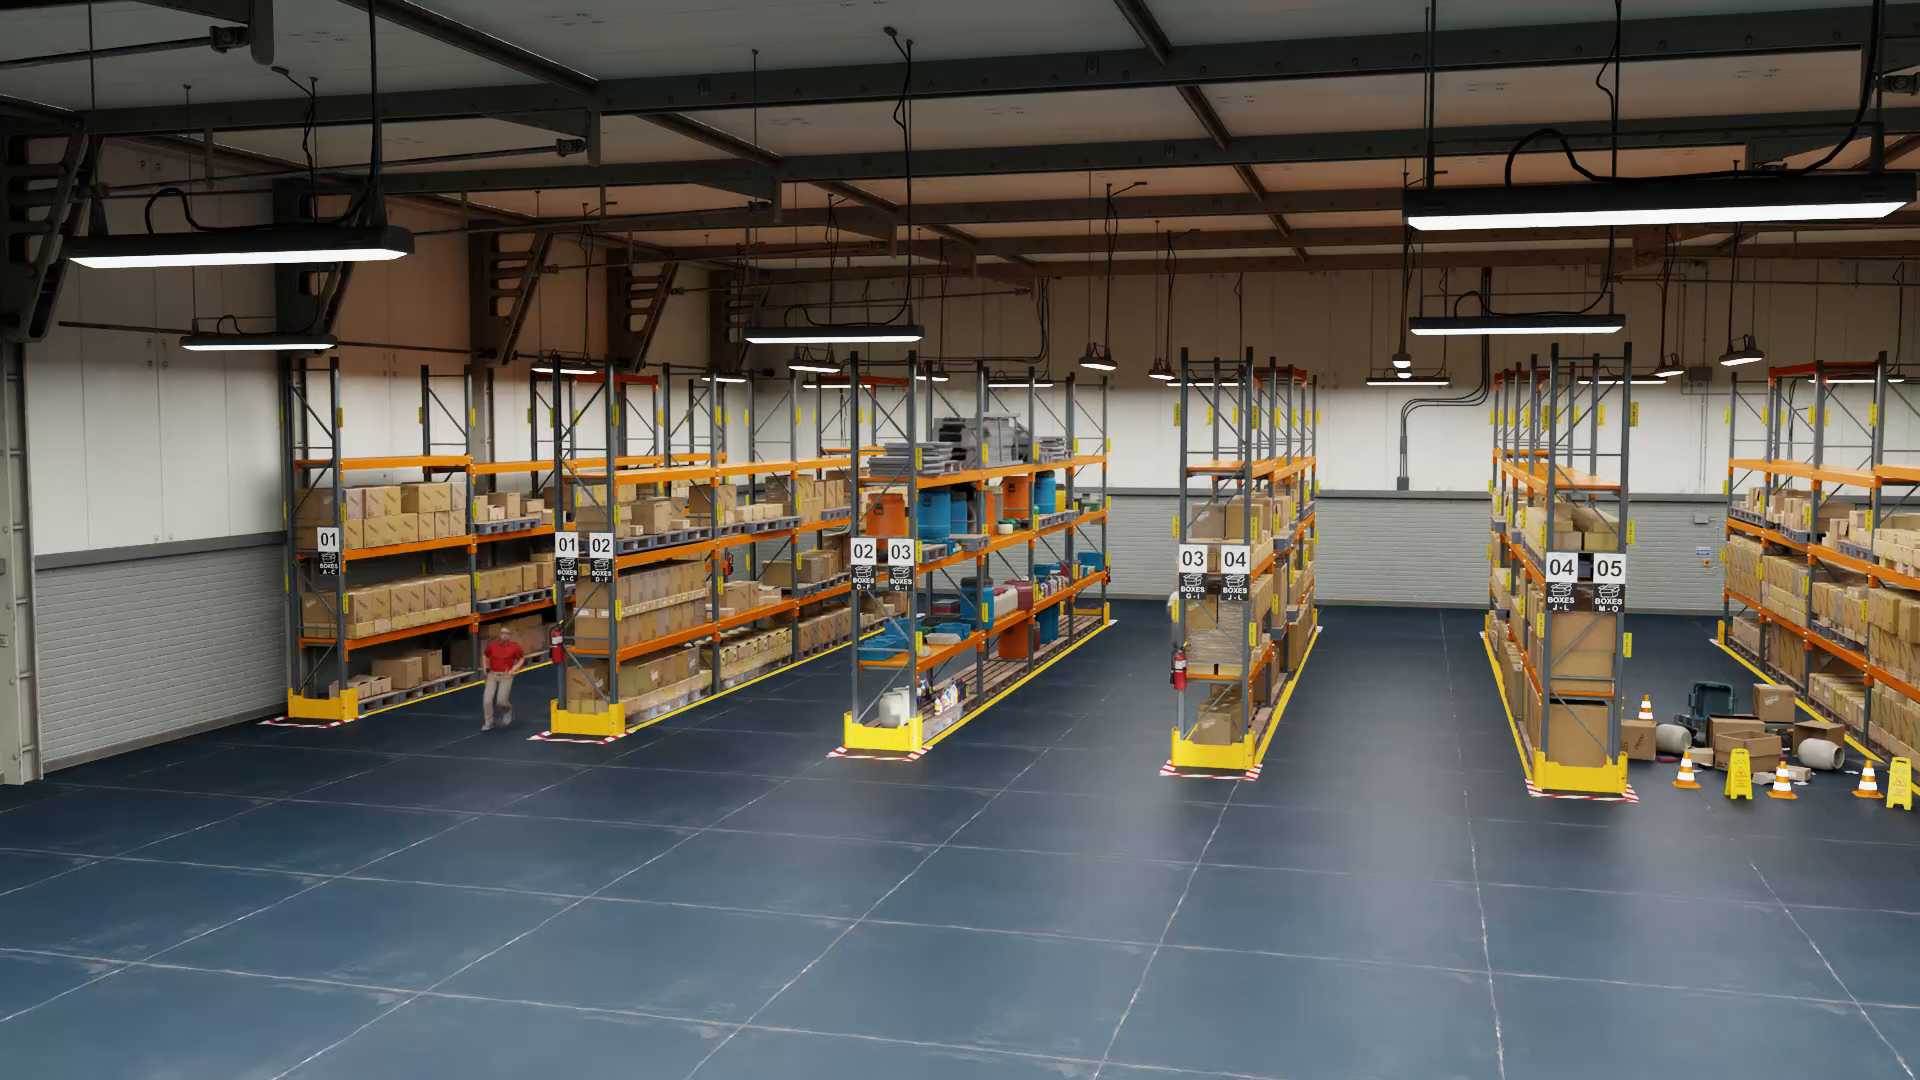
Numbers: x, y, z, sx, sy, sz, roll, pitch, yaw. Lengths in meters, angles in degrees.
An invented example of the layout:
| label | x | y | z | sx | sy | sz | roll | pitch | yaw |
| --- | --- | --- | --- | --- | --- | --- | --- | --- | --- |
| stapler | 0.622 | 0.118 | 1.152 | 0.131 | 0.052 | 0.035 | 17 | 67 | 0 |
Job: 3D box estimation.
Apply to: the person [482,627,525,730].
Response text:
| label | x | y | z | sx | sy | sz | roll | pitch | yaw |
| --- | --- | --- | --- | --- | --- | --- | --- | --- | --- |
| person | -7.377 | 2.217 | 26.775 | 0.668 | 1.644 | 0.557 | 0 | 4 | 2 |

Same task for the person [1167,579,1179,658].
| label | x | y | z | sx | sy | sz | roll | pitch | yaw |
| --- | --- | --- | --- | --- | --- | --- | --- | --- | --- |
| person | 4.313 | 1.563 | 32.348 | 0.591 | 1.659 | 0.653 | 1 | 4 | 14 |
